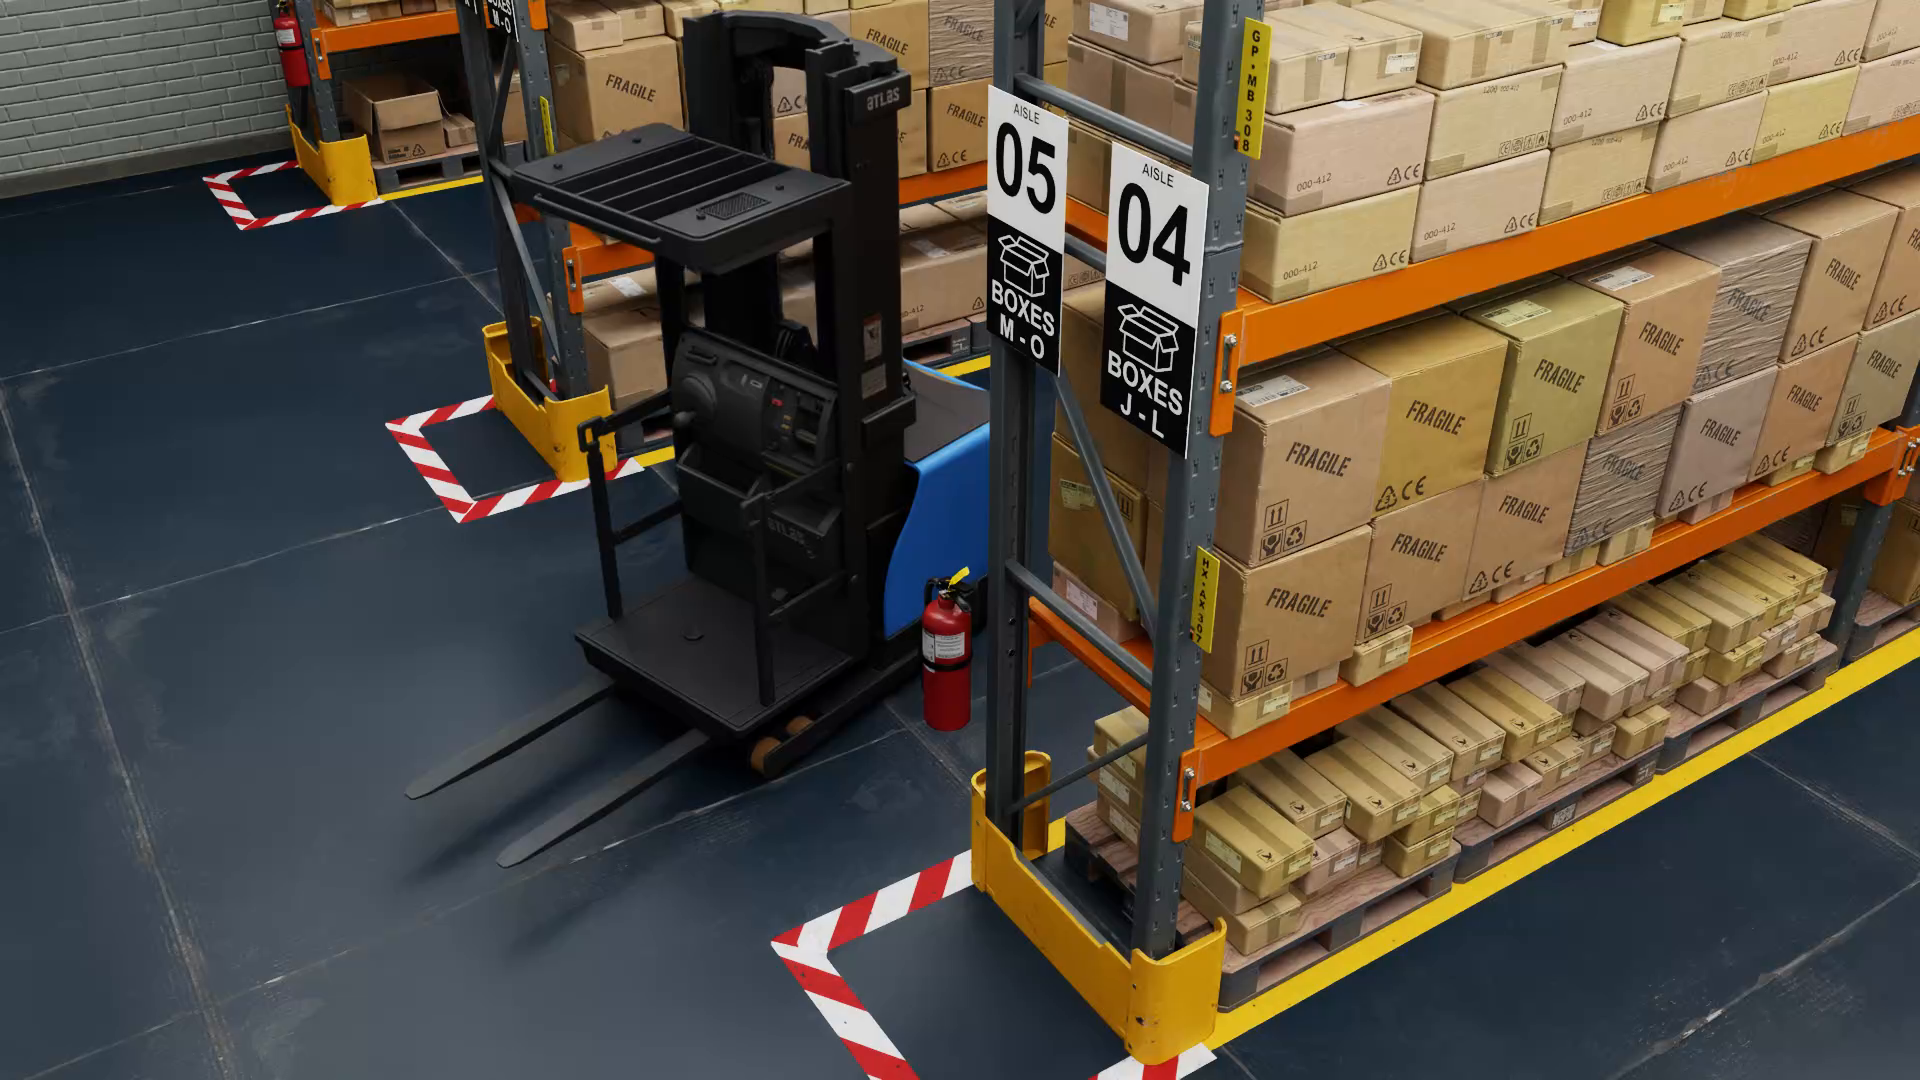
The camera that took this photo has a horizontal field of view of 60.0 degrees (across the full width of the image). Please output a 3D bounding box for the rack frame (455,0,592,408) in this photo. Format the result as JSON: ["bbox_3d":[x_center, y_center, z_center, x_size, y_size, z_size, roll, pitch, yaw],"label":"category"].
[{"bbox_3d":[-2.351,-1.892,8.938,0.127,3.000,1.000,-19,37,-27],"label":"rack frame"}]

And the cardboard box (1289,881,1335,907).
[{"bbox_3d":[1.205,1.206,6.305,0.250,0.149,0.380,-19,37,-27],"label":"cardboard box"}]

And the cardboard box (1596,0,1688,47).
[{"bbox_3d":[1.940,-1.615,4.986,0.250,0.149,0.380,-18,36,-26],"label":"cardboard box"}]

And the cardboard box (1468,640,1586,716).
[{"bbox_3d":[2.295,0.571,6.755,0.250,0.149,0.380,-19,37,-27],"label":"cardboard box"}]

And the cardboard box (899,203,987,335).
[{"bbox_3d":[-0.327,-1.750,10.721,0.875,0.438,0.875,-20,37,-29],"label":"cardboard box"}]

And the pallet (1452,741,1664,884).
[{"bbox_3d":[2.206,0.886,7.147,1.213,0.211,1.003,-19,37,-27],"label":"pallet"}]

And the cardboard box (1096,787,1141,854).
[{"bbox_3d":[0.745,1.081,6.504,0.250,0.149,0.380,-18,37,-26],"label":"cardboard box"}]

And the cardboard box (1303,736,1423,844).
[{"bbox_3d":[1.488,0.927,6.191,0.250,0.149,0.380,-19,37,-27],"label":"cardboard box"}]

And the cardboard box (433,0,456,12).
[{"bbox_3d":[-3.982,-4.214,12.855,0.250,0.149,0.380,-18,36,-26],"label":"cardboard box"}]

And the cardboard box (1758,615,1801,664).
[{"bbox_3d":[3.465,0.362,7.365,0.250,0.149,0.380,-21,38,-29],"label":"cardboard box"}]

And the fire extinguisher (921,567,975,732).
[{"bbox_3d":[-0.046,0.354,5.799,0.183,0.674,0.296,-19,37,-27],"label":"fire extinguisher"}]

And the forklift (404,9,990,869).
[{"bbox_3d":[-1.011,-0.528,6.840,1.130,2.935,3.031,24,40,33],"label":"forklift"}]

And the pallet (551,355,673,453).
[{"bbox_3d":[-1.721,-0.979,10.105,1.213,0.211,1.003,-19,37,-27],"label":"pallet"}]

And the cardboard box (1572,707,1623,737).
[{"bbox_3d":[2.545,0.626,6.945,0.250,0.149,0.380,-21,38,-29],"label":"cardboard box"}]

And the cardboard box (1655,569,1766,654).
[{"bbox_3d":[3.221,0.305,7.176,0.250,0.149,0.380,-19,37,-28],"label":"cardboard box"}]

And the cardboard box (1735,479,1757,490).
[{"bbox_3d":[2.996,-0.347,6.724,0.250,0.149,0.380,-20,37,-29],"label":"cardboard box"}]

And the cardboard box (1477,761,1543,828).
[{"bbox_3d":[2.104,0.957,6.700,0.250,0.149,0.380,-21,38,-30],"label":"cardboard box"}]

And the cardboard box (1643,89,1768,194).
[{"bbox_3d":[2.242,-1.372,5.442,0.500,0.250,0.500,-19,37,-27],"label":"cardboard box"}]

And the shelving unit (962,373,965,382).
[{"bbox_3d":[-0.007,-0.378,8.506,0.210,0.900,0.258,-19,37,-27],"label":"shelving unit"}]

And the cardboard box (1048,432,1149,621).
[{"bbox_3d":[0.654,-0.115,5.749,0.500,0.500,0.500,-18,37,-26],"label":"cardboard box"}]

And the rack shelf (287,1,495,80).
[{"bbox_3d":[-3.362,-4.391,13.574,4.000,0.370,1.077,-19,37,-27],"label":"rack shelf"}]

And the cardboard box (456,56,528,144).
[{"bbox_3d":[-3.738,-3.602,13.597,0.500,0.500,0.700,-17,36,-25],"label":"cardboard box"}]

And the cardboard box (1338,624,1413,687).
[{"bbox_3d":[1.312,0.312,5.680,0.250,0.149,0.380,-20,37,-29],"label":"cardboard box"}]

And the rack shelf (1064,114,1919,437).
[{"bbox_3d":[2.097,-1.244,5.774,4.000,0.370,1.077,-19,37,-27],"label":"rack shelf"}]

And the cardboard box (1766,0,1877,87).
[{"bbox_3d":[2.648,-1.729,5.541,0.500,0.250,0.500,-17,36,-25],"label":"cardboard box"}]

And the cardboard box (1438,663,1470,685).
[{"bbox_3d":[2.011,0.456,7.216,0.250,0.149,0.380,-19,37,-27],"label":"cardboard box"}]

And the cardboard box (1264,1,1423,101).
[{"bbox_3d":[1.035,-1.344,4.556,0.250,0.149,0.380,-17,36,-25],"label":"cardboard box"}]

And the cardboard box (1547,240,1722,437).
[{"bbox_3d":[2.233,-0.742,5.804,0.500,0.500,0.500,-20,37,-29],"label":"cardboard box"}]

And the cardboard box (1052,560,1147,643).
[{"bbox_3d":[0.537,0.183,5.883,0.250,0.149,0.380,-19,37,-27],"label":"cardboard box"}]

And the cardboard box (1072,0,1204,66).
[{"bbox_3d":[0.536,-1.515,4.827,0.250,0.149,0.380,-19,37,-28],"label":"cardboard box"}]

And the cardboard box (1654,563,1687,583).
[{"bbox_3d":[3.136,0.119,7.750,0.250,0.149,0.380,-19,37,-27],"label":"cardboard box"}]

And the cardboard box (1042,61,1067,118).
[{"bbox_3d":[0.330,-2.691,10.111,0.500,0.500,0.500,-20,37,-28],"label":"cardboard box"}]

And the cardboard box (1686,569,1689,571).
[{"bbox_3d":[3.298,0.131,8.009,0.250,0.149,0.380,-21,38,-29],"label":"cardboard box"}]

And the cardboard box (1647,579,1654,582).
[{"bbox_3d":[2.927,0.073,7.543,0.250,0.149,0.380,-20,37,-28],"label":"cardboard box"}]

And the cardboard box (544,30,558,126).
[{"bbox_3d":[-2.075,-2.604,9.035,0.500,0.500,0.500,-18,36,-26],"label":"cardboard box"}]

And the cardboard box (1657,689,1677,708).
[{"bbox_3d":[2.895,0.601,7.265,0.250,0.149,0.380,-20,37,-28],"label":"cardboard box"}]

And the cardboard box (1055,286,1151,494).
[{"bbox_3d":[0.666,-0.537,5.480,0.500,0.500,0.500,-20,37,-28],"label":"cardboard box"}]

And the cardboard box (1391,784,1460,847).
[{"bbox_3d":[1.688,0.974,6.394,0.250,0.149,0.380,-18,36,-26],"label":"cardboard box"}]

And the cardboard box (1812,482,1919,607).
[{"bbox_3d":[4.543,-0.073,8.004,0.500,0.500,0.500,-17,36,-25],"label":"cardboard box"}]

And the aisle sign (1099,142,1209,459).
[{"bbox_3d":[0.517,-0.646,4.526,0.004,0.787,0.394,-19,37,-27],"label":"aisle sign"}]

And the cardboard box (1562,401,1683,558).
[{"bbox_3d":[2.223,-0.328,6.086,0.500,0.500,0.500,-20,37,-28],"label":"cardboard box"}]

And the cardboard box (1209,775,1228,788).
[{"bbox_3d":[0.966,0.761,6.453,0.250,0.149,0.380,-18,37,-26],"label":"cardboard box"}]

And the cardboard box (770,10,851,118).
[{"bbox_3d":[-0.934,-2.673,9.146,0.500,0.500,0.500,-19,37,-28],"label":"cardboard box"}]

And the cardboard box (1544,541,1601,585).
[{"bbox_3d":[2.149,-0.016,6.199,0.250,0.149,0.380,-18,36,-26],"label":"cardboard box"}]

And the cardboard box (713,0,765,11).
[{"bbox_3d":[-1.229,-2.826,8.780,0.250,0.149,0.380,-20,37,-29],"label":"cardboard box"}]

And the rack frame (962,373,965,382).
[{"bbox_3d":[0.079,-0.408,8.553,0.006,0.900,0.240,-19,37,-27],"label":"rack frame"}]

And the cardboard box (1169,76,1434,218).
[{"bbox_3d":[0.934,-1.132,4.593,0.500,0.250,0.500,-18,37,-27],"label":"cardboard box"}]

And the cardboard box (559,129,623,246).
[{"bbox_3d":[-1.792,-1.945,8.928,0.500,0.500,0.500,-19,37,-28],"label":"cardboard box"}]

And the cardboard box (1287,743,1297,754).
[{"bbox_3d":[1.141,0.769,6.719,0.250,0.149,0.380,-21,38,-29],"label":"cardboard box"}]

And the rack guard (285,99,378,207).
[{"bbox_3d":[-4.980,-3.082,13.167,0.348,0.500,1.175,-19,37,-27],"label":"rack guard"}]
